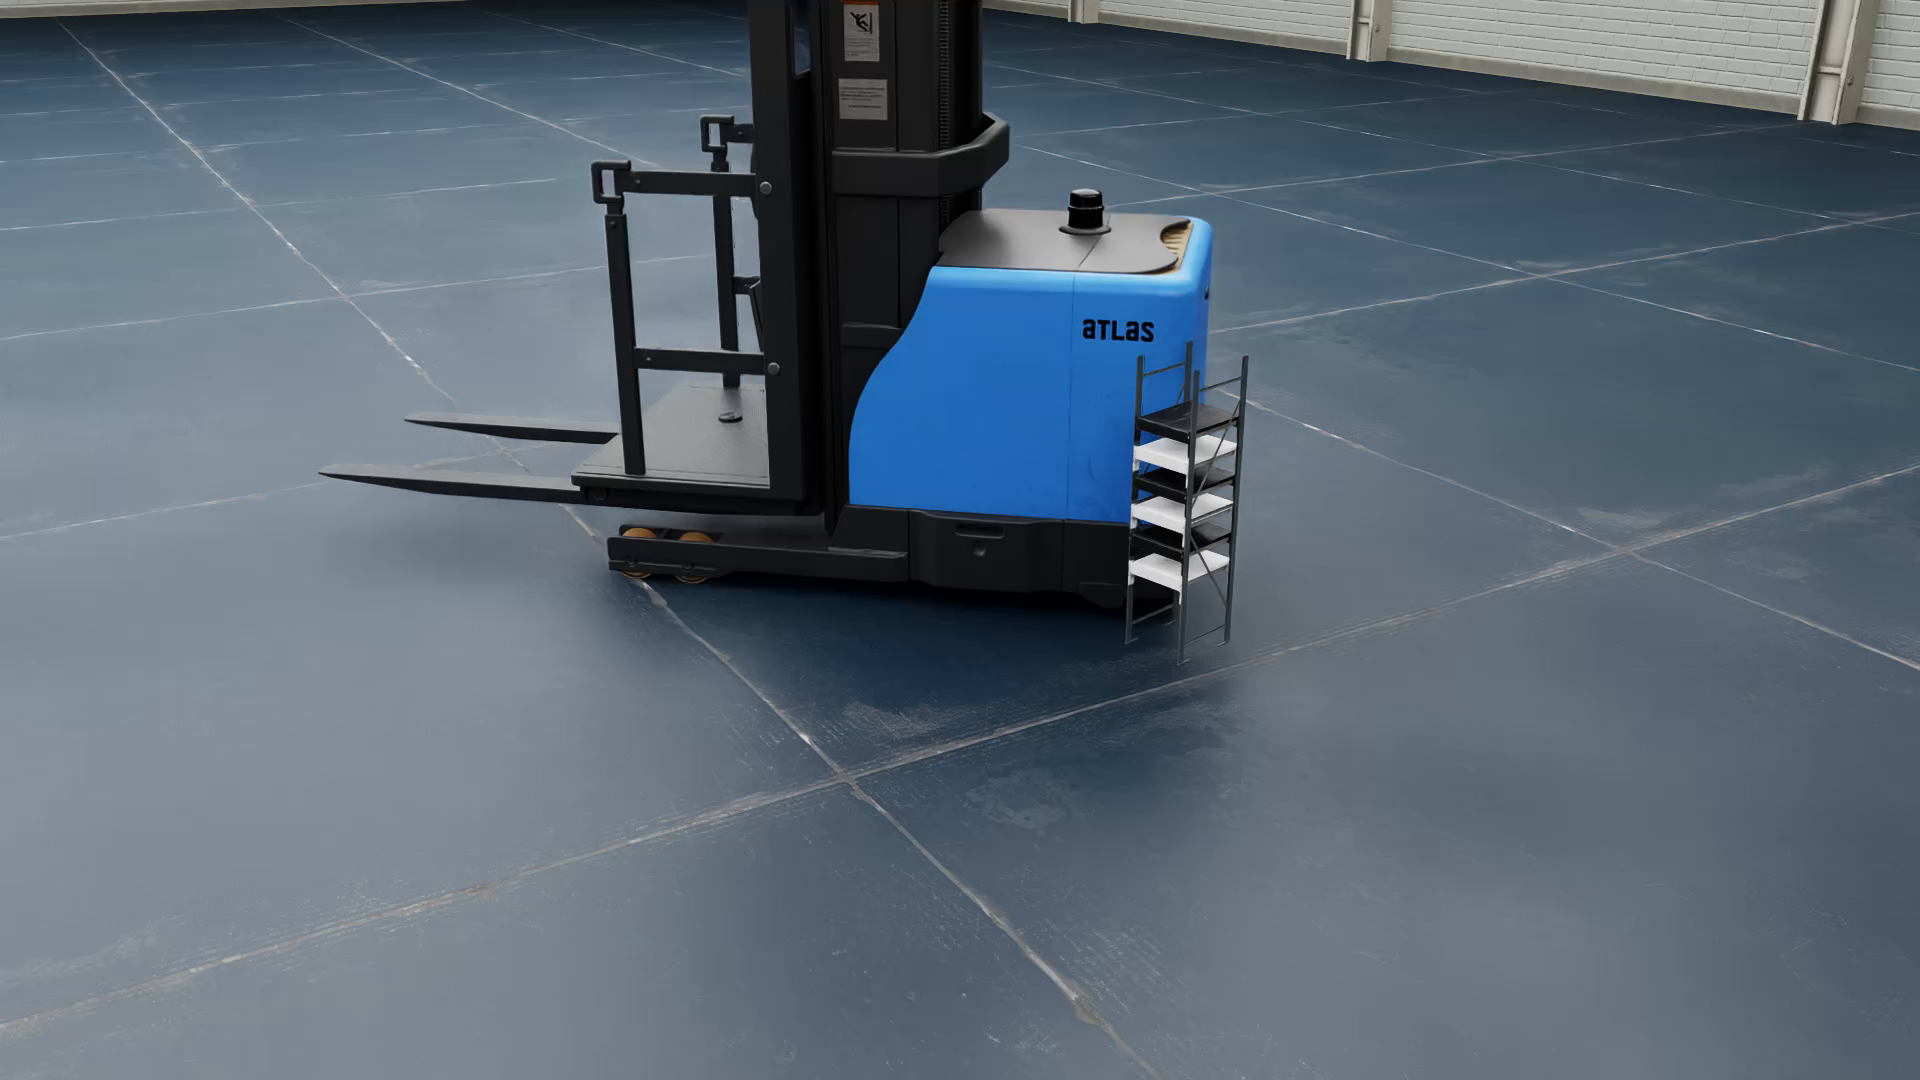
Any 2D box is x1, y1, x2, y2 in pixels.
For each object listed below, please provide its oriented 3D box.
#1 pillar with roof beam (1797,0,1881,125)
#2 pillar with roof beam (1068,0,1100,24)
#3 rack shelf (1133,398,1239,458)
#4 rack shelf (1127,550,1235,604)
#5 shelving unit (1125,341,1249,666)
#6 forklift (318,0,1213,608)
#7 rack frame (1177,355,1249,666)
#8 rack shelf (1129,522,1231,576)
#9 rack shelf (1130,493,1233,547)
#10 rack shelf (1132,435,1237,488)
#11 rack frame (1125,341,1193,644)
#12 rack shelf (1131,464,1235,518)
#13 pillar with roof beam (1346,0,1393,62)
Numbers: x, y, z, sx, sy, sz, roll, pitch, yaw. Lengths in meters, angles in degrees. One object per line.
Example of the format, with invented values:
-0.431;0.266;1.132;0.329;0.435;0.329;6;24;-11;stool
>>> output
4.279;-7.202;11.579;9.100;9.000;0.400;-13;25;-28;pillar with roof beam
-1.850;-11.086;21.136;9.100;9.000;0.400;-13;25;-28;pillar with roof beam
0.659;-0.324;4.785;0.258;0.077;0.200;-20;29;-40;rack shelf
0.659;0.093;4.955;0.258;0.077;0.200;-20;29;-40;rack shelf
0.659;-0.105;4.874;0.258;0.900;0.210;-20;29;-40;shelving unit
-0.696;-1.403;5.372;3.031;2.935;1.130;4;22;10;forklift
0.729;-0.077;4.806;0.240;0.900;0.006;-20;29;-40;rack frame
0.659;0.009;4.921;0.258;0.077;0.200;-20;29;-40;rack shelf
0.659;-0.074;4.887;0.258;0.077;0.200;-20;29;-40;rack shelf
0.659;-0.241;4.819;0.258;0.077;0.200;-20;29;-40;rack shelf
0.589;-0.133;4.943;0.240;0.900;0.006;-20;29;-40;rack frame
0.659;-0.157;4.853;0.258;0.077;0.200;-20;29;-40;rack shelf
1.215;-9.144;16.358;9.100;9.000;0.400;-13;25;-28;pillar with roof beam
